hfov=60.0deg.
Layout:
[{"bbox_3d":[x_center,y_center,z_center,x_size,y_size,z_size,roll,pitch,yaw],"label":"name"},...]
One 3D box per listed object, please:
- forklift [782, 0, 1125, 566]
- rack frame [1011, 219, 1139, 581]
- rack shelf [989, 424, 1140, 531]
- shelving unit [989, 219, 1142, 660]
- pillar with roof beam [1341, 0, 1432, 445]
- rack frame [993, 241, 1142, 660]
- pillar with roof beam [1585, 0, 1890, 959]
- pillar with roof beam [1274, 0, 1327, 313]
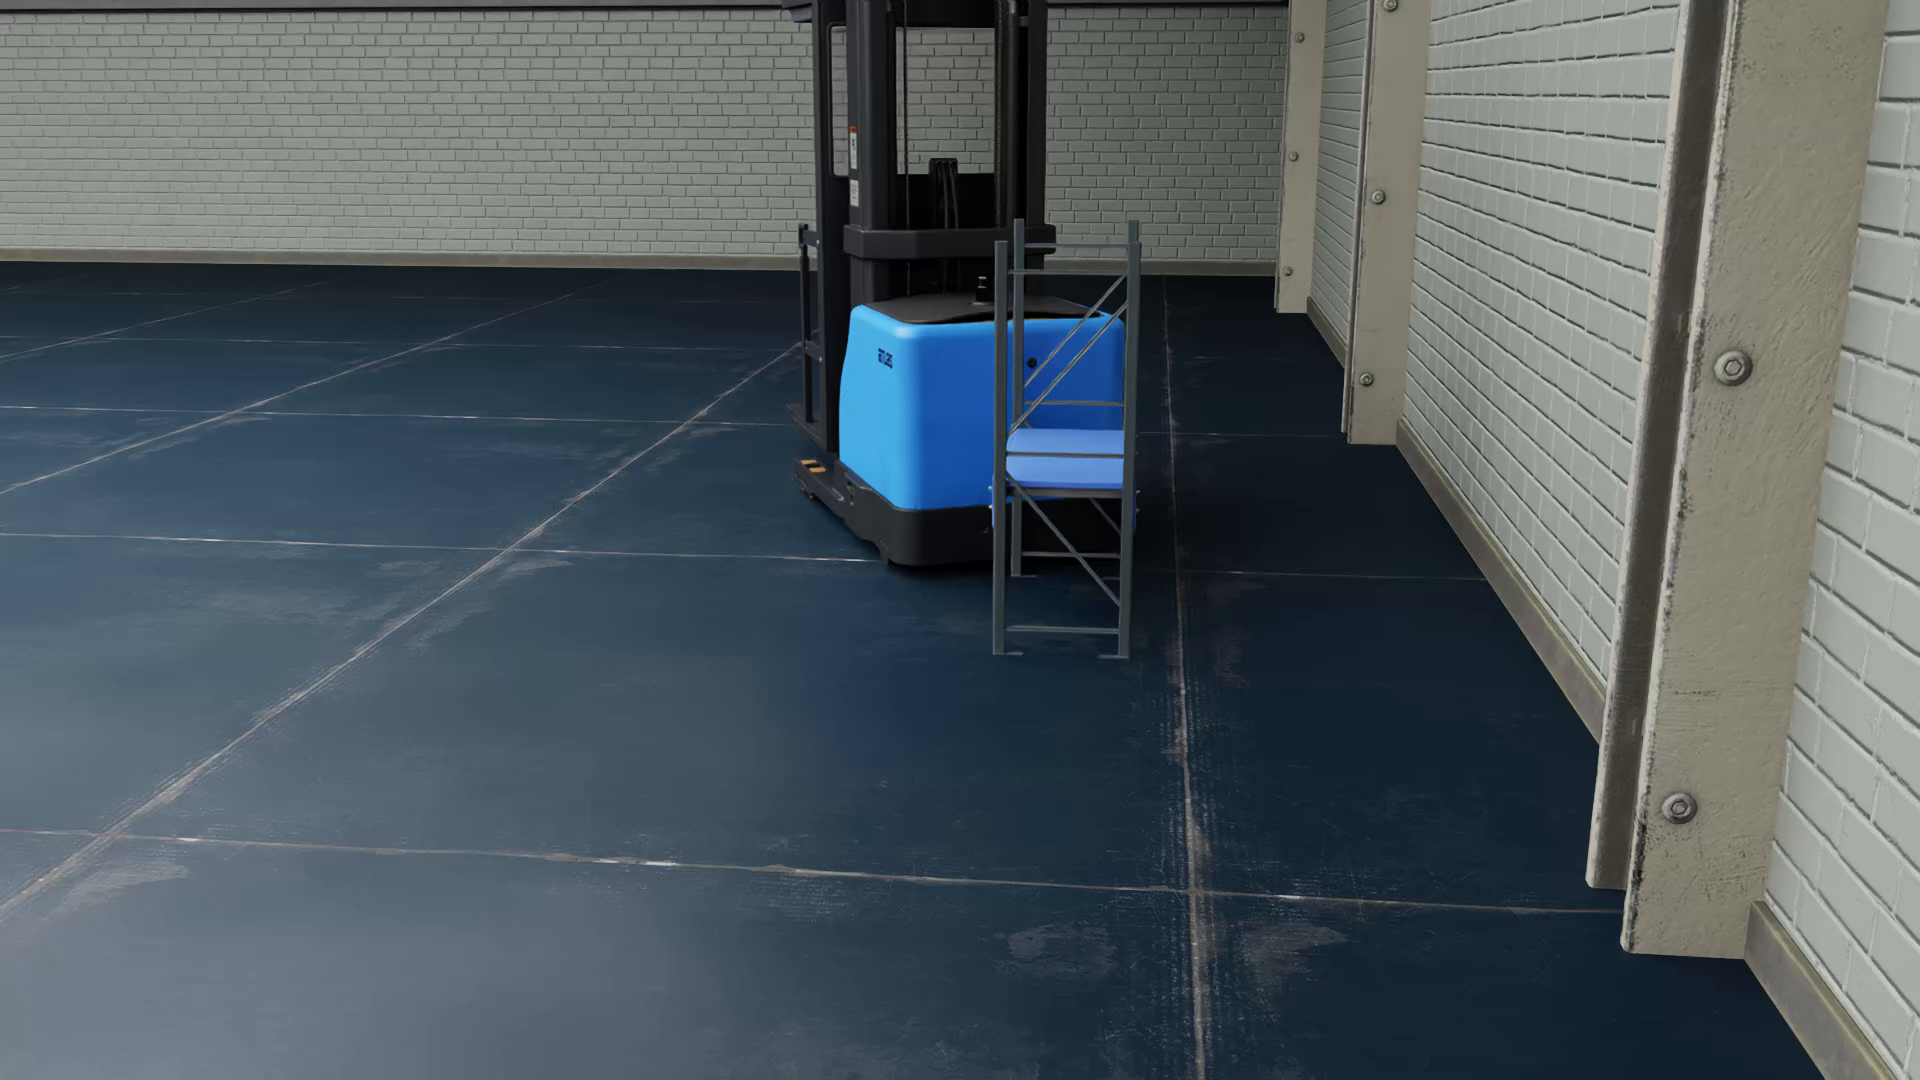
[{"bbox_3d":[-0.224,-1.647,8.136,1.130,2.935,3.031,-5,16,-17],"label":"forklift"},{"bbox_3d":[0.467,-0.561,6.864,0.500,1.500,0.032,1,15,5],"label":"rack frame"},{"bbox_3d":[0.419,-0.255,6.422,0.538,0.185,1.000,1,15,5],"label":"rack shelf"},{"bbox_3d":[0.419,-0.429,6.375,0.538,1.500,1.048,1,15,5],"label":"shelving unit"},{"bbox_3d":[-1.825,-5.083,9.219,9.100,9.000,0.400,2,15,6],"label":"pillar with roof beam"},{"bbox_3d":[0.370,-0.297,5.887,0.500,1.500,0.032,1,15,5],"label":"rack frame"},{"bbox_3d":[-2.502,-3.526,3.464,9.100,9.000,0.400,2,15,6],"label":"pillar with roof beam"},{"bbox_3d":[-1.148,-6.639,14.974,9.100,9.000,0.400,2,15,6],"label":"pillar with roof beam"}]
